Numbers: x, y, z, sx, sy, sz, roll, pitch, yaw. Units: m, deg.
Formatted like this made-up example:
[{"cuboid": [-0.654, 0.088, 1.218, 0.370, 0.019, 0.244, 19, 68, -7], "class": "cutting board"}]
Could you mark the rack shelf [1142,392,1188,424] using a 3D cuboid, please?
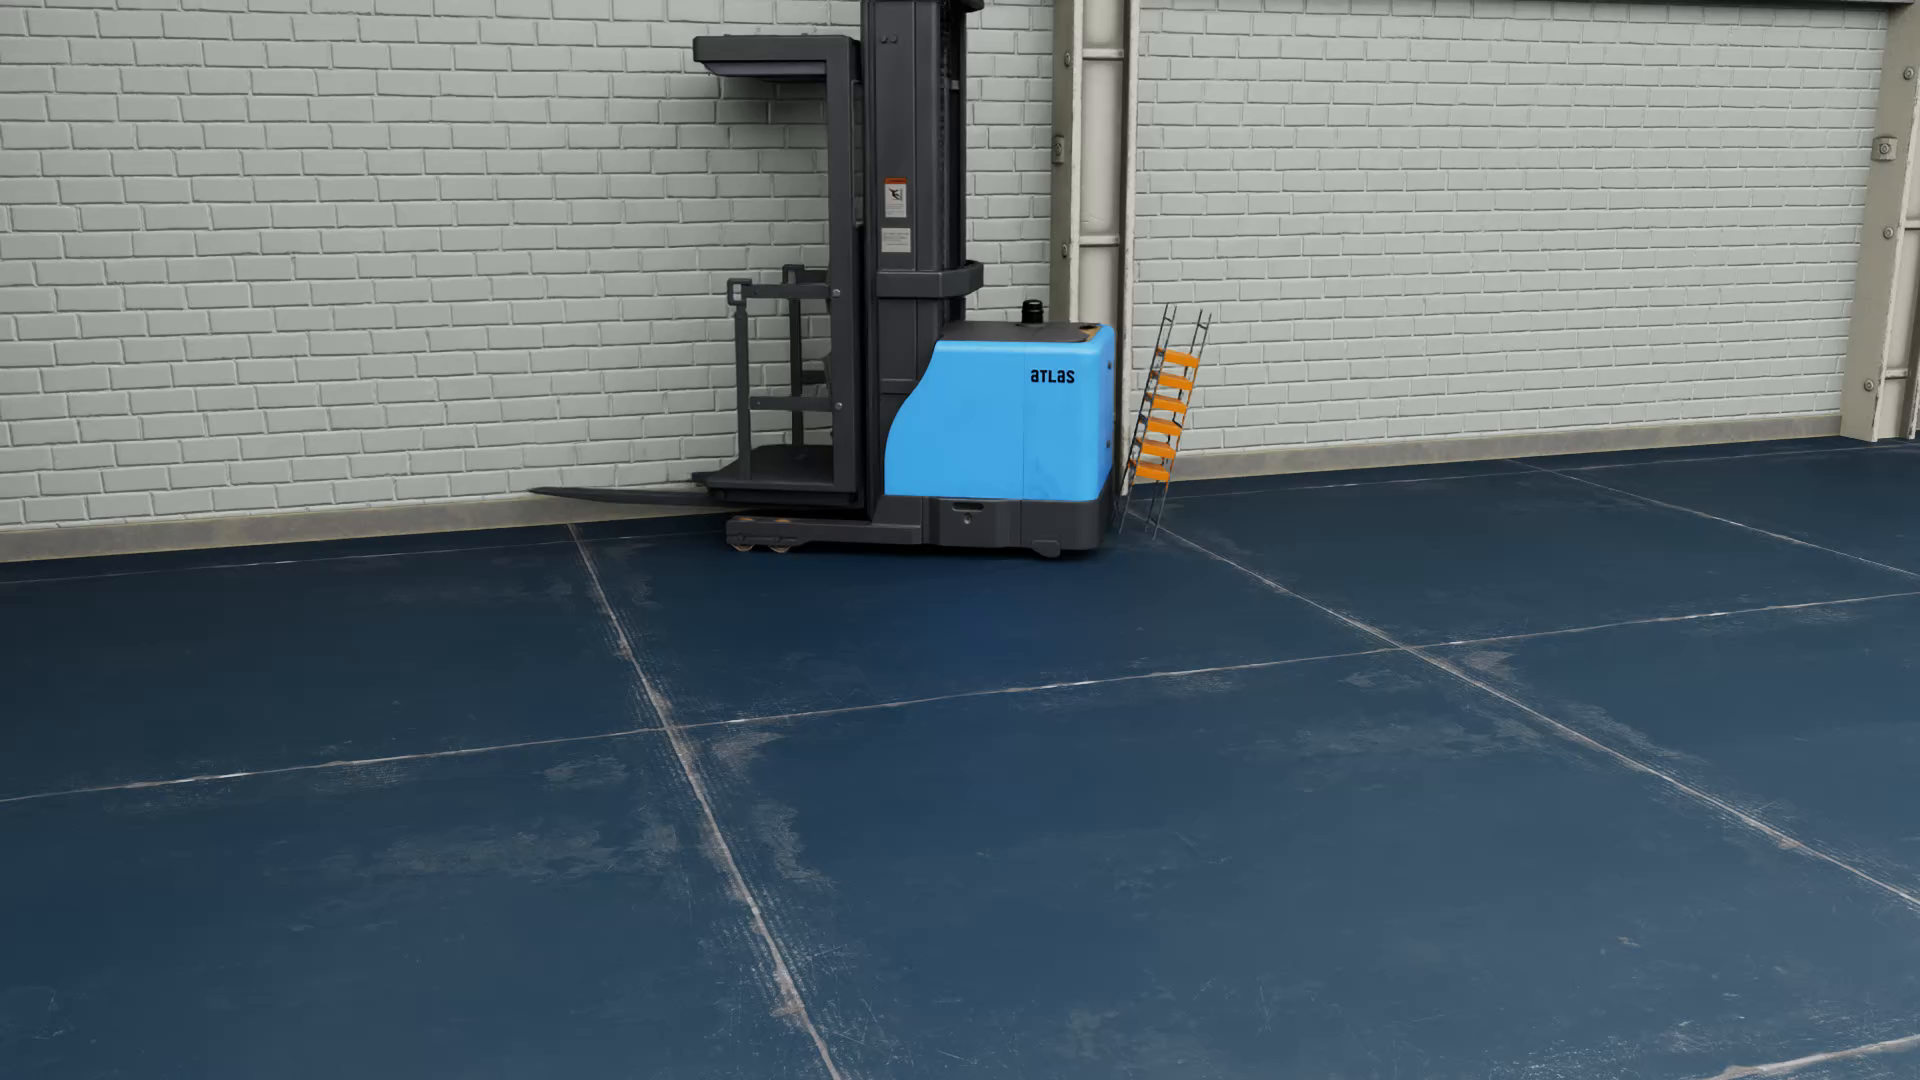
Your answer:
[{"cuboid": [1.054, -0.687, 8.589, 0.180, 0.103, 0.258, 11, 12, -7], "class": "rack shelf"}]

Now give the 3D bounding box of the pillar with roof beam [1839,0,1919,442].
[{"cuboid": [7.815, -4.162, 6.692, 0.400, 9.000, 9.100, -4, 14, -18], "class": "pillar with roof beam"}]

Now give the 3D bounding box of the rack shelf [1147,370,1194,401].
[{"cuboid": [1.081, -0.801, 8.564, 0.180, 0.103, 0.258, 11, 12, -7], "class": "rack shelf"}]

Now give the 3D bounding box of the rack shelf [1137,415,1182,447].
[{"cuboid": [1.028, -0.572, 8.614, 0.180, 0.103, 0.258, 11, 12, -7], "class": "rack shelf"}]

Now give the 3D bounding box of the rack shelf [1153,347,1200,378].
[{"cuboid": [1.107, -0.915, 8.539, 0.180, 0.103, 0.258, 11, 12, -7], "class": "rack shelf"}]

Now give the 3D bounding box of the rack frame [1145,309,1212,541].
[{"cuboid": [1.127, -0.597, 8.616, 0.006, 1.200, 0.240, 11, 12, -7], "class": "rack frame"}]

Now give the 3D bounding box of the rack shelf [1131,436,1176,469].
[{"cuboid": [1.002, -0.458, 8.640, 0.180, 0.103, 0.258, 11, 12, -7], "class": "rack shelf"}]

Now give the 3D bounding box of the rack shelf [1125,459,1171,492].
[{"cuboid": [0.975, -0.344, 8.665, 0.180, 0.103, 0.258, 11, 12, -7], "class": "rack shelf"}]

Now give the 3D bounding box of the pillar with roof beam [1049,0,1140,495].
[{"cuboid": [2.128, -3.719, 4.830, 0.400, 9.000, 9.100, -4, 14, -18], "class": "pillar with roof beam"}]

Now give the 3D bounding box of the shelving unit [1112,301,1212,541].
[{"cuboid": [1.038, -0.615, 8.605, 0.189, 1.200, 0.258, 11, 12, -7], "class": "shelving unit"}]

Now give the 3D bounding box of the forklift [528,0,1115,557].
[{"cuboid": [-0.731, -1.483, 8.543, 3.031, 2.935, 1.130, 2, 14, 10], "class": "forklift"}]

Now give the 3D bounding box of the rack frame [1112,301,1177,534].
[{"cuboid": [0.949, -0.633, 8.594, 0.006, 1.200, 0.240, 11, 12, -7], "class": "rack frame"}]
